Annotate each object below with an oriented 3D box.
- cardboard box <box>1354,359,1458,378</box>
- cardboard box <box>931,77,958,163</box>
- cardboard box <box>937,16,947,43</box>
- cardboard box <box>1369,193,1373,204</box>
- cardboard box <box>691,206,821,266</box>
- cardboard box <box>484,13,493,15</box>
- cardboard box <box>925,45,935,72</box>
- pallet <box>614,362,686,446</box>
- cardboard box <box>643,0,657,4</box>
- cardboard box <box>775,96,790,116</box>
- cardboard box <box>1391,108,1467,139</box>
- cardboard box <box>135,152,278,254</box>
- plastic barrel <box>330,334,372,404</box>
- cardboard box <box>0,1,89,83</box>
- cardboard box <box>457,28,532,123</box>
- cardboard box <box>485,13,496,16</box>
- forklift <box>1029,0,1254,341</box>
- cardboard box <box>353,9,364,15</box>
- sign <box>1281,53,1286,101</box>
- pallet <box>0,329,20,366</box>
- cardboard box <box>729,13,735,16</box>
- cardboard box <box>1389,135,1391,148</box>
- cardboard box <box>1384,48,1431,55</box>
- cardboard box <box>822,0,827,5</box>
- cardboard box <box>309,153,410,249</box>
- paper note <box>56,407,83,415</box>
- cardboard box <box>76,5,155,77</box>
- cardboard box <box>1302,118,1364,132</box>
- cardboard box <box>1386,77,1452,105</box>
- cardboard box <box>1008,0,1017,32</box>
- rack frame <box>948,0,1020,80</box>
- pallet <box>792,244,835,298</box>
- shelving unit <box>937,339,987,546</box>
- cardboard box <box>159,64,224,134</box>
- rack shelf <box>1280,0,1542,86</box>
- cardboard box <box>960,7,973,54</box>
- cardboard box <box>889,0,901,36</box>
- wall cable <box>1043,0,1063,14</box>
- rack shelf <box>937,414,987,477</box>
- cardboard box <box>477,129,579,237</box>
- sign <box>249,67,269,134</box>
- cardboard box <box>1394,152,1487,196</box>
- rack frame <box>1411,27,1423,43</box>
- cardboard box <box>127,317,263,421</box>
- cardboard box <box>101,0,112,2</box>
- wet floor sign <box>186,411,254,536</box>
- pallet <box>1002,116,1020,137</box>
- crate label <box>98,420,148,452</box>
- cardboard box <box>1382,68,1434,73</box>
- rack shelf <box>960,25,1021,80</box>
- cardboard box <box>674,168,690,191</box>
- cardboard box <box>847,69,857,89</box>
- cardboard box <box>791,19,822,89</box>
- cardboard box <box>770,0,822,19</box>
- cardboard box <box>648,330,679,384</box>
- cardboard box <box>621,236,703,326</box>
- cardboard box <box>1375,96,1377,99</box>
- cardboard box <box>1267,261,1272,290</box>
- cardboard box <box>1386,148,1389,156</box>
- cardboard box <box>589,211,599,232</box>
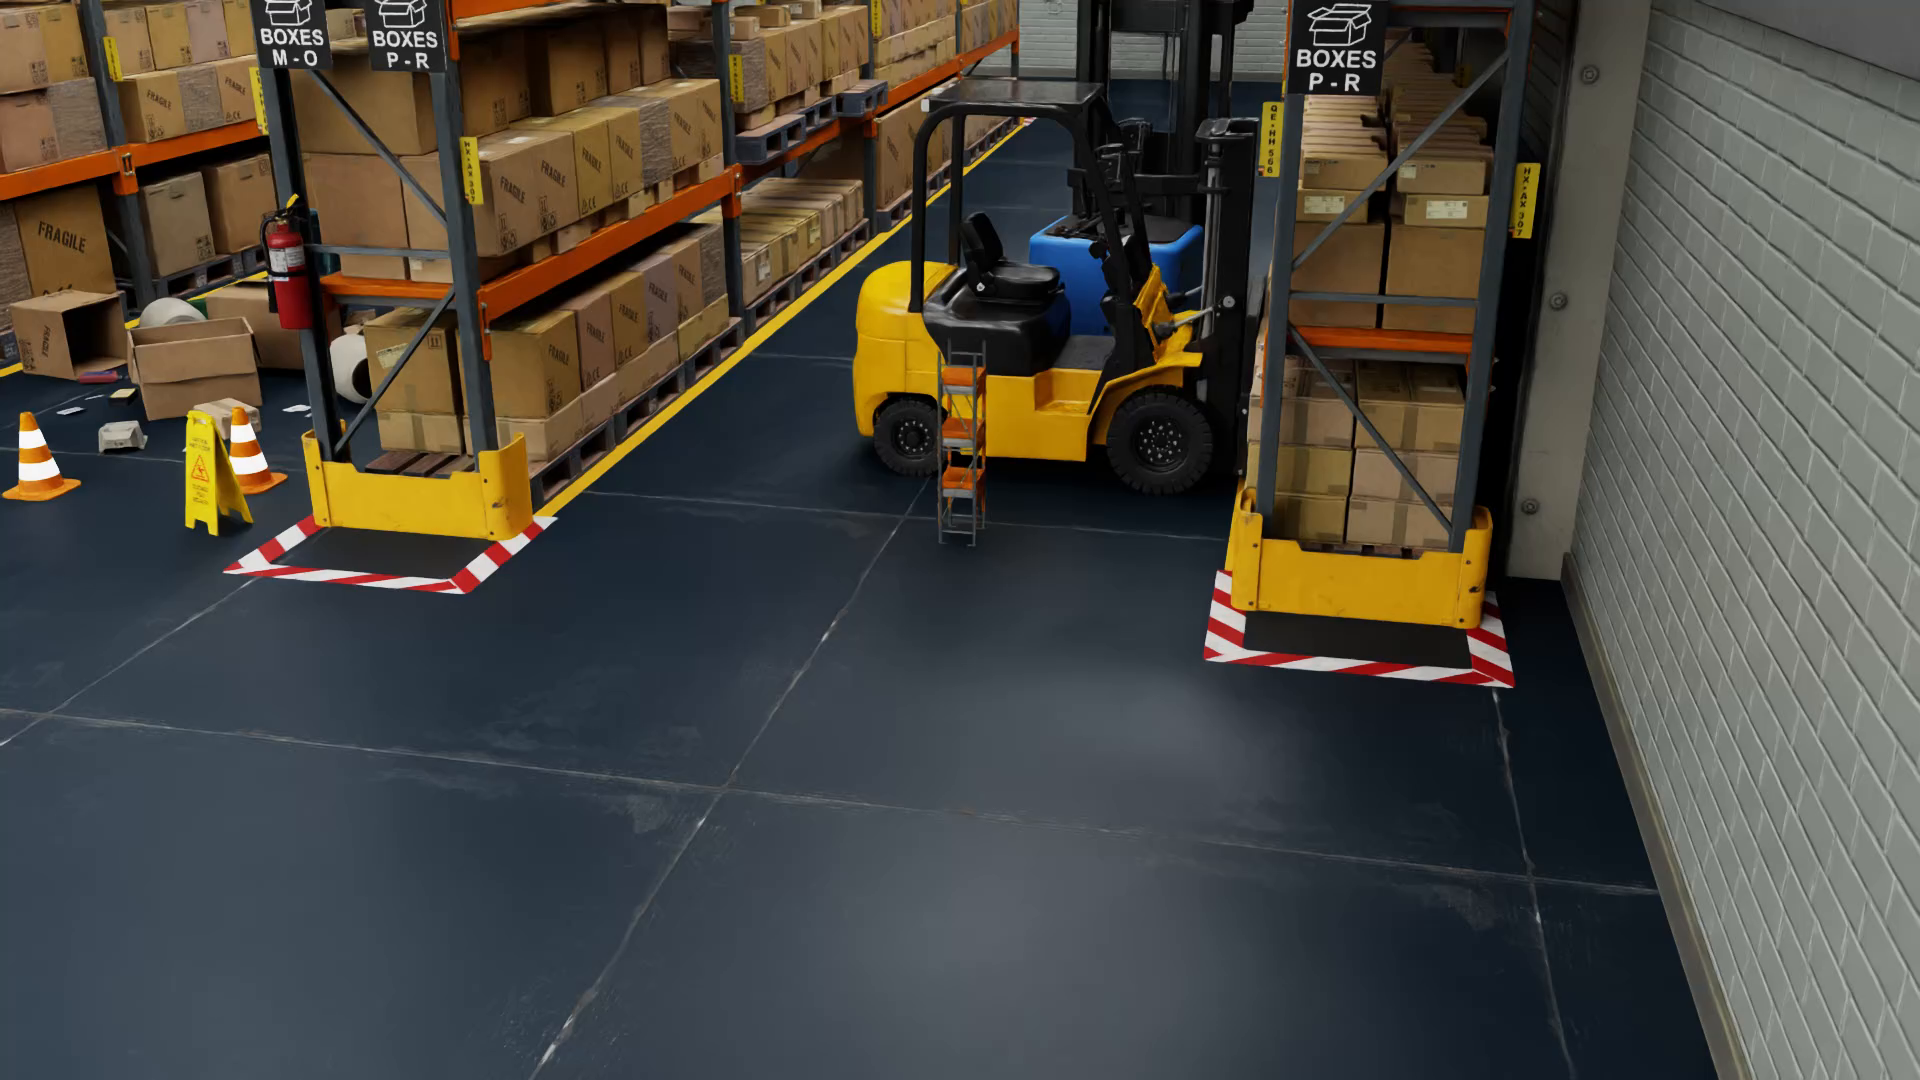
[{"bbox_3d":[2.297,-0.812,8.635,0.500,0.250,0.500,4,22,11],"label":"cardboard box"},{"bbox_3d":[-0.545,-4.827,19.105,0.875,0.875,0.875,5,23,13],"label":"cardboard box"},{"bbox_3d":[-0.443,-5.650,18.398,0.500,0.250,0.500,5,22,12],"label":"cardboard box"},{"bbox_3d":[1.847,-1.766,8.221,0.380,0.149,0.250,5,22,12],"label":"cardboard box"},{"bbox_3d":[-1.741,-2.610,14.275,0.950,0.372,0.625,5,23,13],"label":"cardboard box"},{"bbox_3d":[-5.469,-6.005,18.726,0.380,0.149,0.250,4,22,9],"label":"cardboard box"},{"bbox_3d":[-0.568,-5.228,18.021,0.500,0.250,0.500,4,22,9],"label":"cardboard box"},{"bbox_3d":[-2.478,-0.935,10.893,1.003,0.211,1.213,4,22,11],"label":"pallet"},{"bbox_3d":[-4.497,-7.466,22.845,0.500,0.500,0.500,4,22,10],"label":"cardboard box"},{"bbox_3d":[-1.571,-3.472,13.233,0.380,0.149,0.250,5,22,12],"label":"cardboard box"},{"bbox_3d":[2.536,-2.240,9.000,0.380,0.149,0.250,5,22,11],"label":"cardboard box"},{"bbox_3d":[-6.756,-3.003,14.743,1.050,0.750,0.750,4,22,11],"label":"cardboard box"},{"bbox_3d":[-4.006,-1.137,11.111,0.421,0.421,0.512,-16,27,-35],"label":"plastic barrel"},{"bbox_3d":[-7.104,-3.703,12.387,0.875,0.550,0.550,4,22,11],"label":"cardboard box"},{"bbox_3d":[-2.941,-2.692,9.653,0.700,0.500,0.500,4,22,10],"label":"cardboard box"},{"bbox_3d":[-5.463,-5.864,18.775,0.380,0.149,0.250,3,22,8],"label":"cardboard box"},{"bbox_3d":[1.425,-2.822,11.937,1.130,2.935,3.031,8,23,18],"label":"forklift"},{"bbox_3d":[-6.421,-5.484,17.432,0.380,0.149,0.250,5,23,13],"label":"cardboard box"},{"bbox_3d":[2.198,-3.086,11.056,0.100,0.325,0.005,4,22,11],"label":"sign"},{"bbox_3d":[-7.474,-1.252,11.679,1.003,0.211,1.213,4,22,11],"label":"pallet"},{"bbox_3d":[-1.832,-4.234,14.257,0.500,0.500,0.500,5,22,12],"label":"cardboard box"},{"bbox_3d":[2.658,-2.285,9.511,0.380,0.149,0.250,4,22,10],"label":"cardboard box"},{"bbox_3d":[3.641,-3.934,13.604,0.380,0.149,0.250,4,22,10],"label":"cardboard box"},{"bbox_3d":[-1.463,-5.107,16.046,0.500,0.500,0.500,4,22,9],"label":"cardboard box"},{"bbox_3d":[-3.104,-1.866,8.939,0.500,0.500,0.500,4,22,10],"label":"cardboard box"},{"bbox_3d":[-5.838,-0.853,10.933,0.144,0.017,0.142,13,25,29],"label":"paper note"},{"bbox_3d":[-6.900,-3.957,13.192,0.700,0.500,0.500,4,22,10],"label":"cardboard box"},{"bbox_3d":[1.897,-2.096,8.644,0.380,0.149,0.250,5,22,12],"label":"cardboard box"},{"bbox_3d":[2.870,-2.804,10.401,0.380,0.149,0.250,4,22,9],"label":"cardboard box"},{"bbox_3d":[0.480,-7.163,22.490,0.500,0.500,0.500,5,22,11],"label":"cardboard box"},{"bbox_3d":[0.320,-7.313,22.997,1.000,3.000,0.127,4,22,11],"label":"rack frame"},{"bbox_3d":[-1.725,-2.364,14.440,1.003,0.211,1.213,4,22,11],"label":"pallet"},{"bbox_3d":[0.011,-0.507,8.706,0.215,1.050,0.252,4,22,11],"label":"shelving unit"},{"bbox_3d":[-6.522,-3.668,13.812,0.500,0.500,0.500,5,22,11],"label":"cardboard box"},{"bbox_3d":[2.323,-2.874,8.922,1.077,0.370,4.000,4,22,11],"label":"rack shelf"},{"bbox_3d":[-0.144,-6.048,19.723,0.500,0.500,0.500,5,23,13],"label":"cardboard box"},{"bbox_3d":[-0.881,-5.242,16.381,0.500,0.500,0.500,5,22,11],"label":"cardboard box"},{"bbox_3d":[1.447,-9.863,27.926,0.585,1.953,0.123,4,22,11],"label":"wall cable"},{"bbox_3d":[0.011,-0.497,8.710,0.215,0.259,0.240,4,22,11],"label":"rack shelf"},{"bbox_3d":[-2.474,-1.988,9.242,0.500,0.500,0.500,5,23,13],"label":"cardboard box"},{"bbox_3d":[-3.484,-2.195,8.316,0.100,0.325,0.005,4,22,11],"label":"sign"},{"bbox_3d":[2.193,-1.677,7.601,0.380,0.149,0.250,4,22,10],"label":"cardboard box"},{"bbox_3d":[3.547,-4.010,14.796,1.000,3.000,0.127,4,22,11],"label":"rack frame"},{"bbox_3d":[-5.065,-1.139,11.008,0.797,0.503,0.637,-11,25,-26],"label":"cardboard box"},{"bbox_3d":[-10.472,-6.633,19.832,0.797,0.503,0.637,5,22,12],"label":"cardboard box"},{"bbox_3d":[-4.031,-0.382,8.938,0.267,0.644,0.232,13,25,29],"label":"wet floor sign"},{"bbox_3d":[0.233,-5.721,22.777,1.003,0.211,1.213,4,22,11],"label":"pallet"},{"bbox_3d":[-5.177,-0.642,10.264,0.250,0.136,0.298,-7,23,-17],"label":"crate label"},{"bbox_3d":[3.278,-3.377,12.220,0.380,0.149,0.250,4,22,11],"label":"cardboard box"},{"bbox_3d":[-0.088,-6.248,21.315,1.077,0.370,4.000,4,22,11],"label":"rack shelf"},{"bbox_3d":[-2.070,-2.486,11.348,0.380,0.149,0.250,5,22,11],"label":"cardboard box"},{"bbox_3d":[-1.141,-4.129,14.864,0.380,0.149,0.250,4,22,10],"label":"cardboard box"},{"bbox_3d":[-1.442,-4.005,13.689,0.500,0.500,0.500,4,22,9],"label":"cardboard box"},{"bbox_3d":[-1.370,-4.448,13.920,0.380,0.149,0.250,3,22,8],"label":"cardboard box"},{"bbox_3d":[-2.194,-1.226,11.001,0.500,0.250,0.500,5,22,12],"label":"cardboard box"},{"bbox_3d":[-2.089,-1.769,11.345,0.500,0.500,0.500,5,22,12],"label":"cardboard box"},{"bbox_3d":[2.367,-2.742,10.248,0.380,0.149,0.250,4,22,10],"label":"cardboard box"},{"bbox_3d":[2.211,-1.592,10.570,0.500,0.250,0.500,4,22,11],"label":"cardboard box"},{"bbox_3d":[2.704,-2.040,9.770,0.500,0.500,0.500,4,22,9],"label":"cardboard box"},{"bbox_3d":[-2.390,-1.926,9.956,0.380,0.149,0.250,5,23,13],"label":"cardboard box"}]
